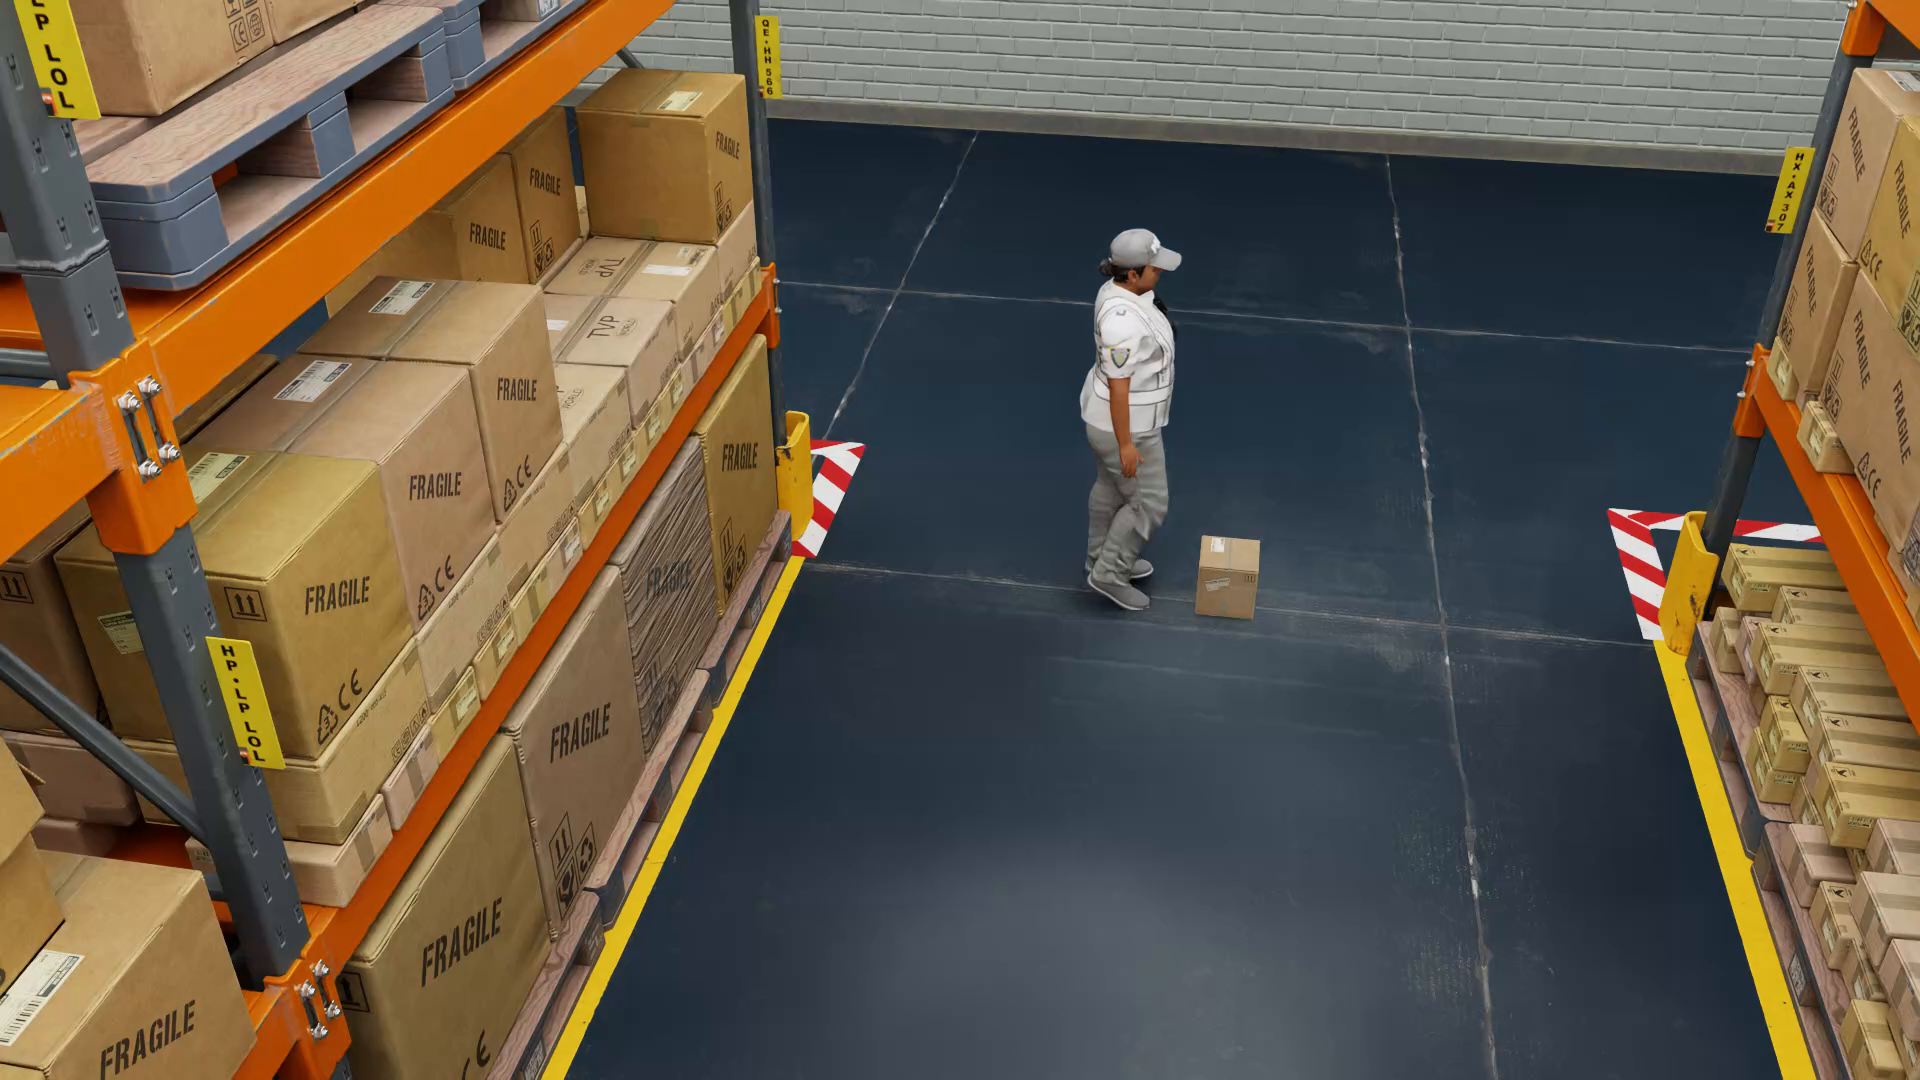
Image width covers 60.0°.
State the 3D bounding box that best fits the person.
[{"bbox_3d":[0.687,-0.480,6.886,0.386,1.704,0.513,2,33,3],"label":"person"}]
